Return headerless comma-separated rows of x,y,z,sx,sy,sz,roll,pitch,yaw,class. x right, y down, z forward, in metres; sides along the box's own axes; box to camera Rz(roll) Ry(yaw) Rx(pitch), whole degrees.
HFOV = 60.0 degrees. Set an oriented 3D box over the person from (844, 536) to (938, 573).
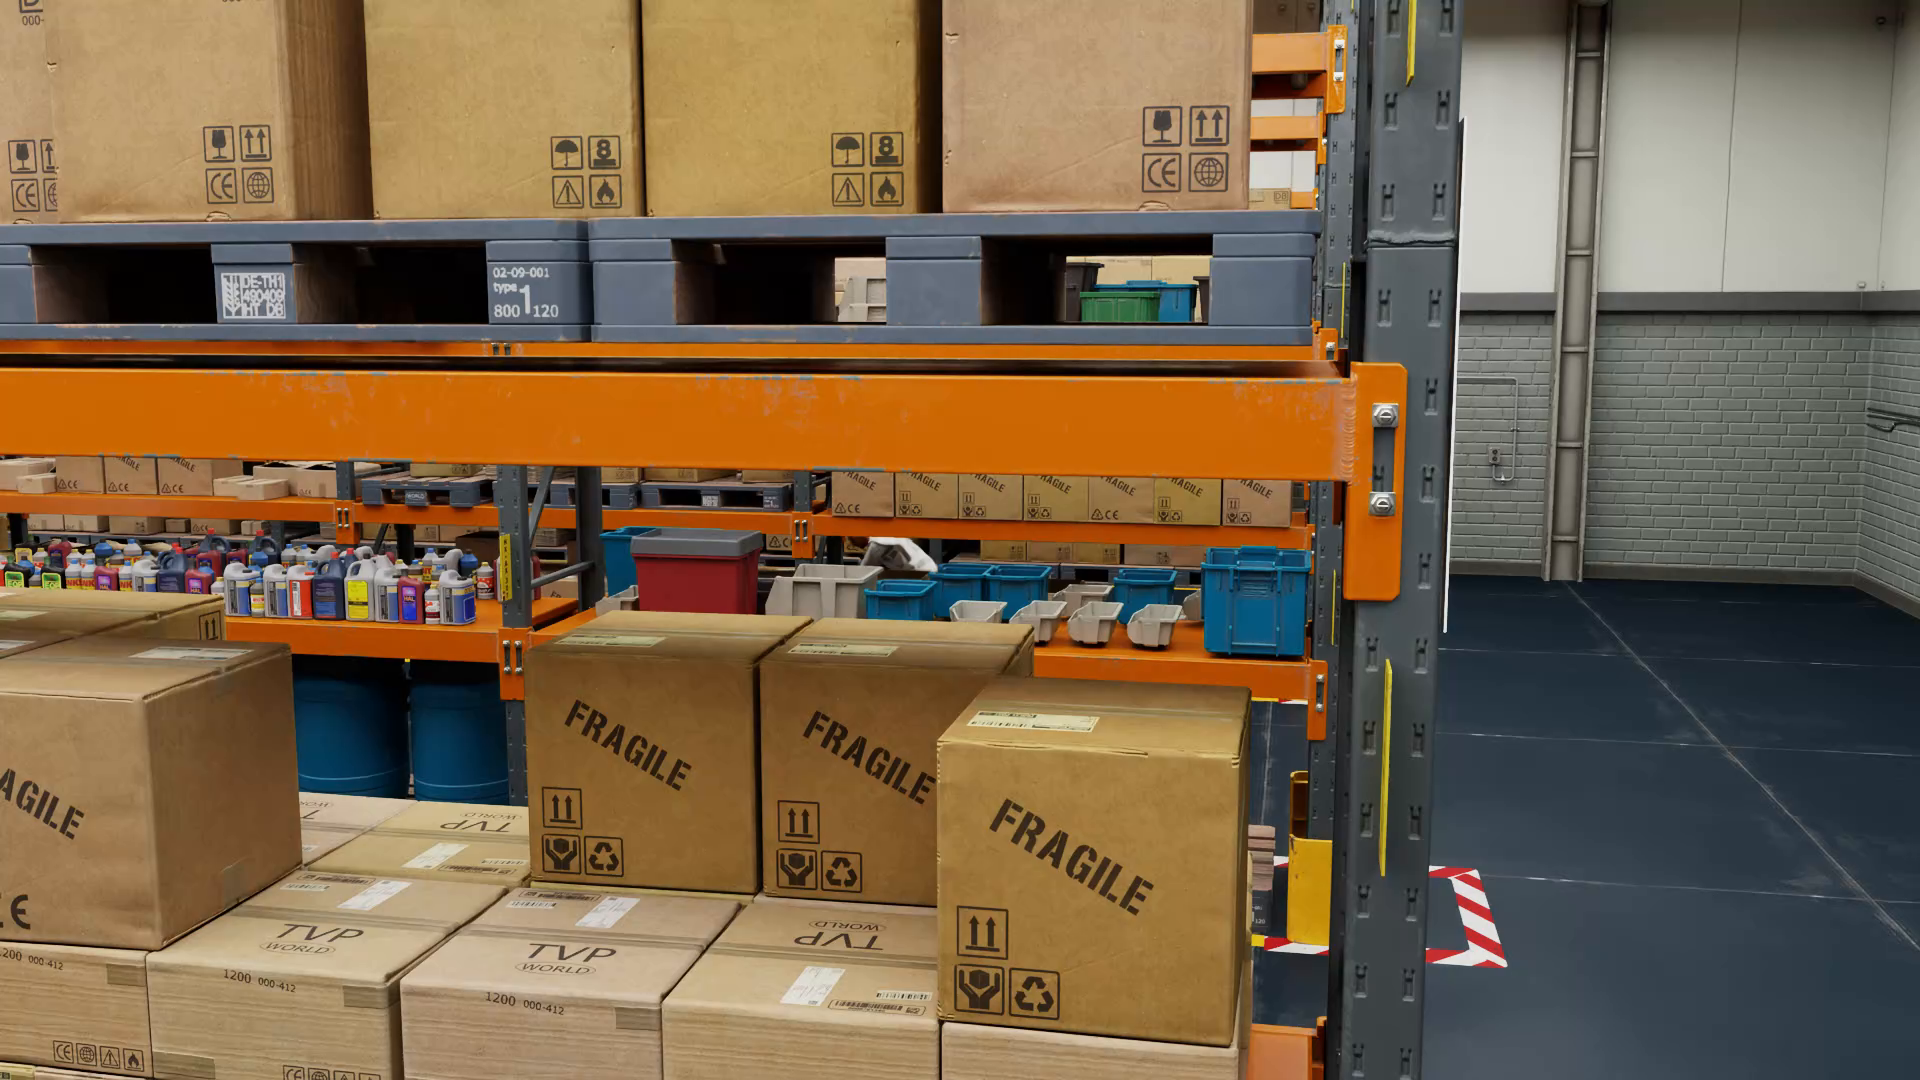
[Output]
-0.677,0.293,15.515,0.909,0.998,0.578,2,8,11,person
